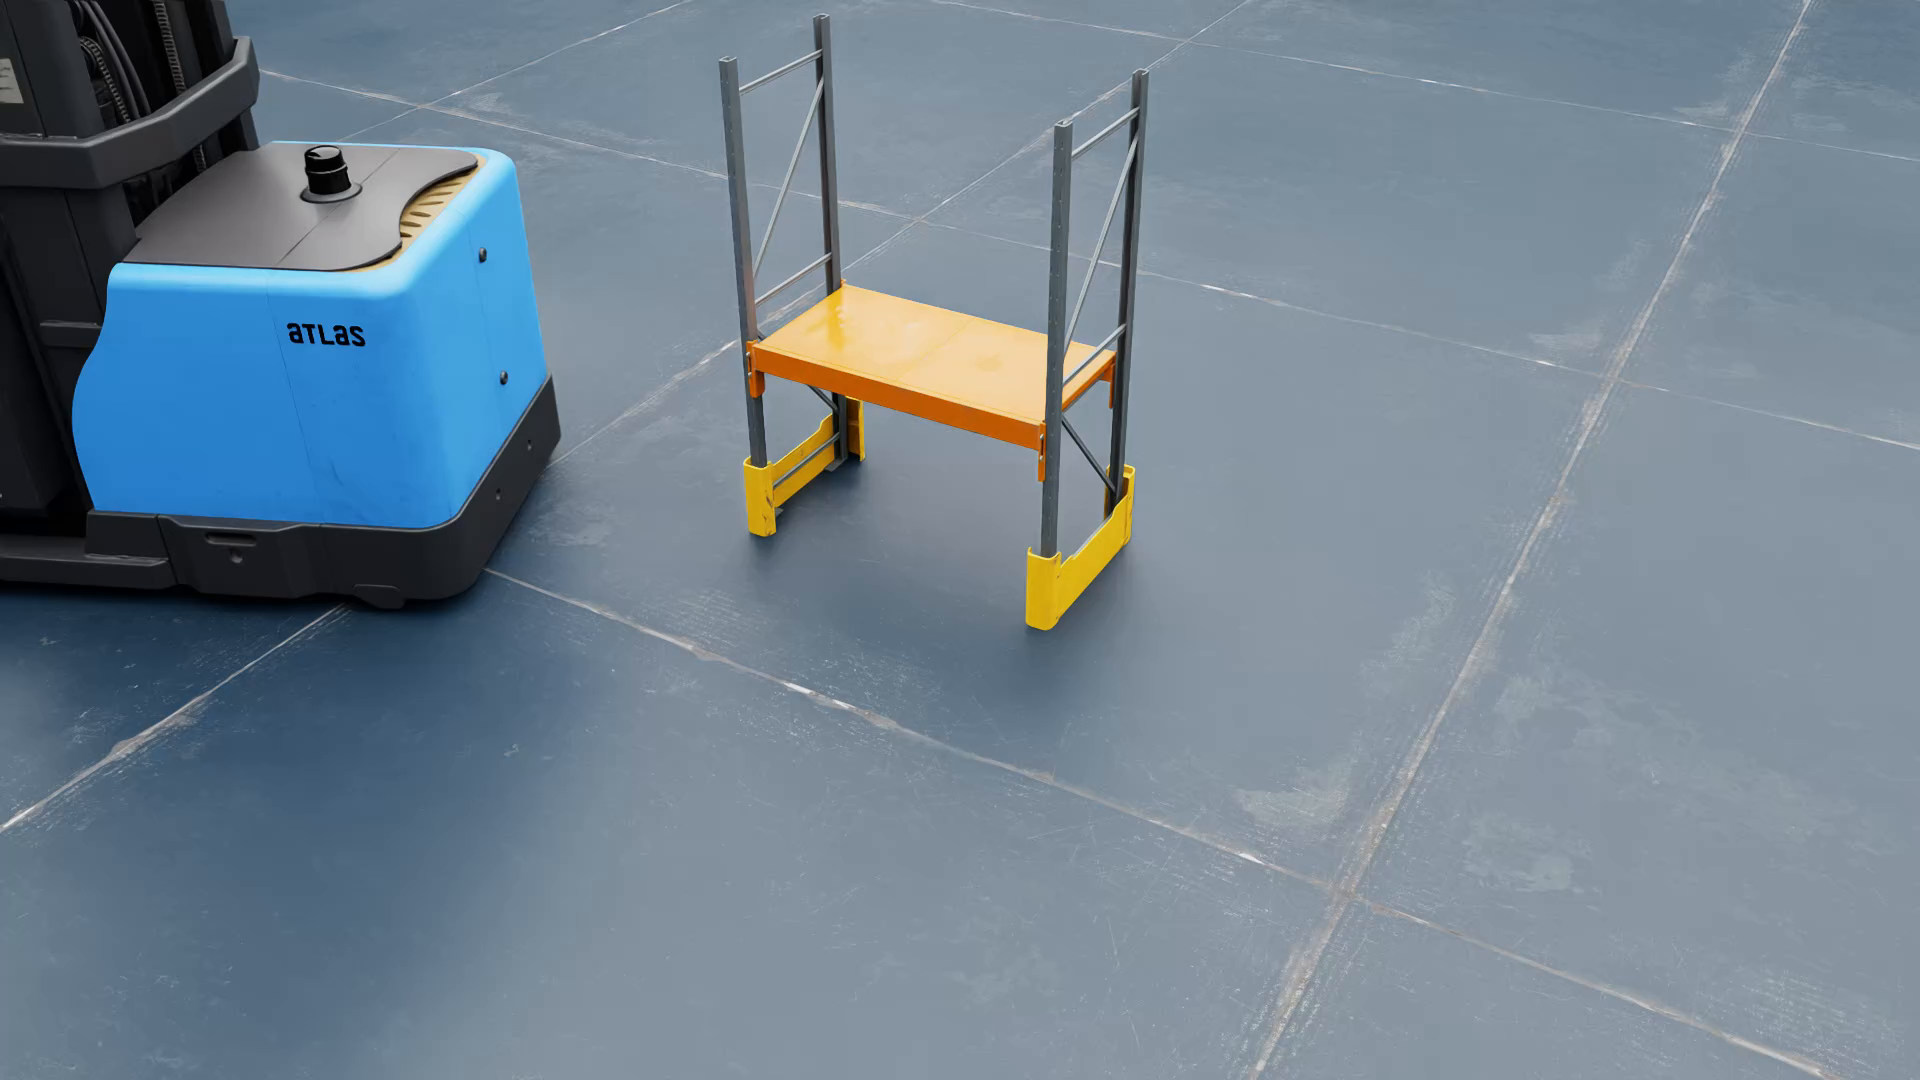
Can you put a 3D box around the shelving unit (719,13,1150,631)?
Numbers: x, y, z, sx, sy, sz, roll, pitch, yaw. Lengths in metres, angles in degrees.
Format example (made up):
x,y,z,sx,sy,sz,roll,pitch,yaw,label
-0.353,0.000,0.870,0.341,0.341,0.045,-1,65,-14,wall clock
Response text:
x,y,z,sx,sy,sz,roll,pitch,yaw,label
-0.066,-0.645,4.866,1.083,1.500,0.587,18,37,24,shelving unit

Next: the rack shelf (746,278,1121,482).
x,y,z,sx,sy,sz,roll,pitch,yaw,label
-0.074,-0.498,4.969,1.000,0.185,0.538,18,37,24,rack shelf

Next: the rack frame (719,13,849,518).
x,y,z,sx,sy,sz,roll,pitch,yaw,label
-0.515,-0.788,5.079,0.032,1.500,0.500,18,37,24,rack frame

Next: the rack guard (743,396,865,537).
x,y,z,sx,sy,sz,roll,pitch,yaw,label
-0.499,-0.262,5.418,0.087,0.250,0.587,18,37,24,rack guard

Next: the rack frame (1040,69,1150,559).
x,y,z,sx,sy,sz,roll,pitch,yaw,label
0.367,-0.508,4.660,0.032,1.500,0.500,18,37,24,rack frame

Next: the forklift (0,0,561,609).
x,y,z,sx,sy,sz,roll,pitch,yaw,label
-2.904,-1.354,4.639,3.031,2.935,1.130,3,34,5,forklift

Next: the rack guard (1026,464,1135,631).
x,y,z,sx,sy,sz,roll,pitch,yaw,label
0.366,0.012,5.007,0.087,0.250,0.587,18,37,24,rack guard
